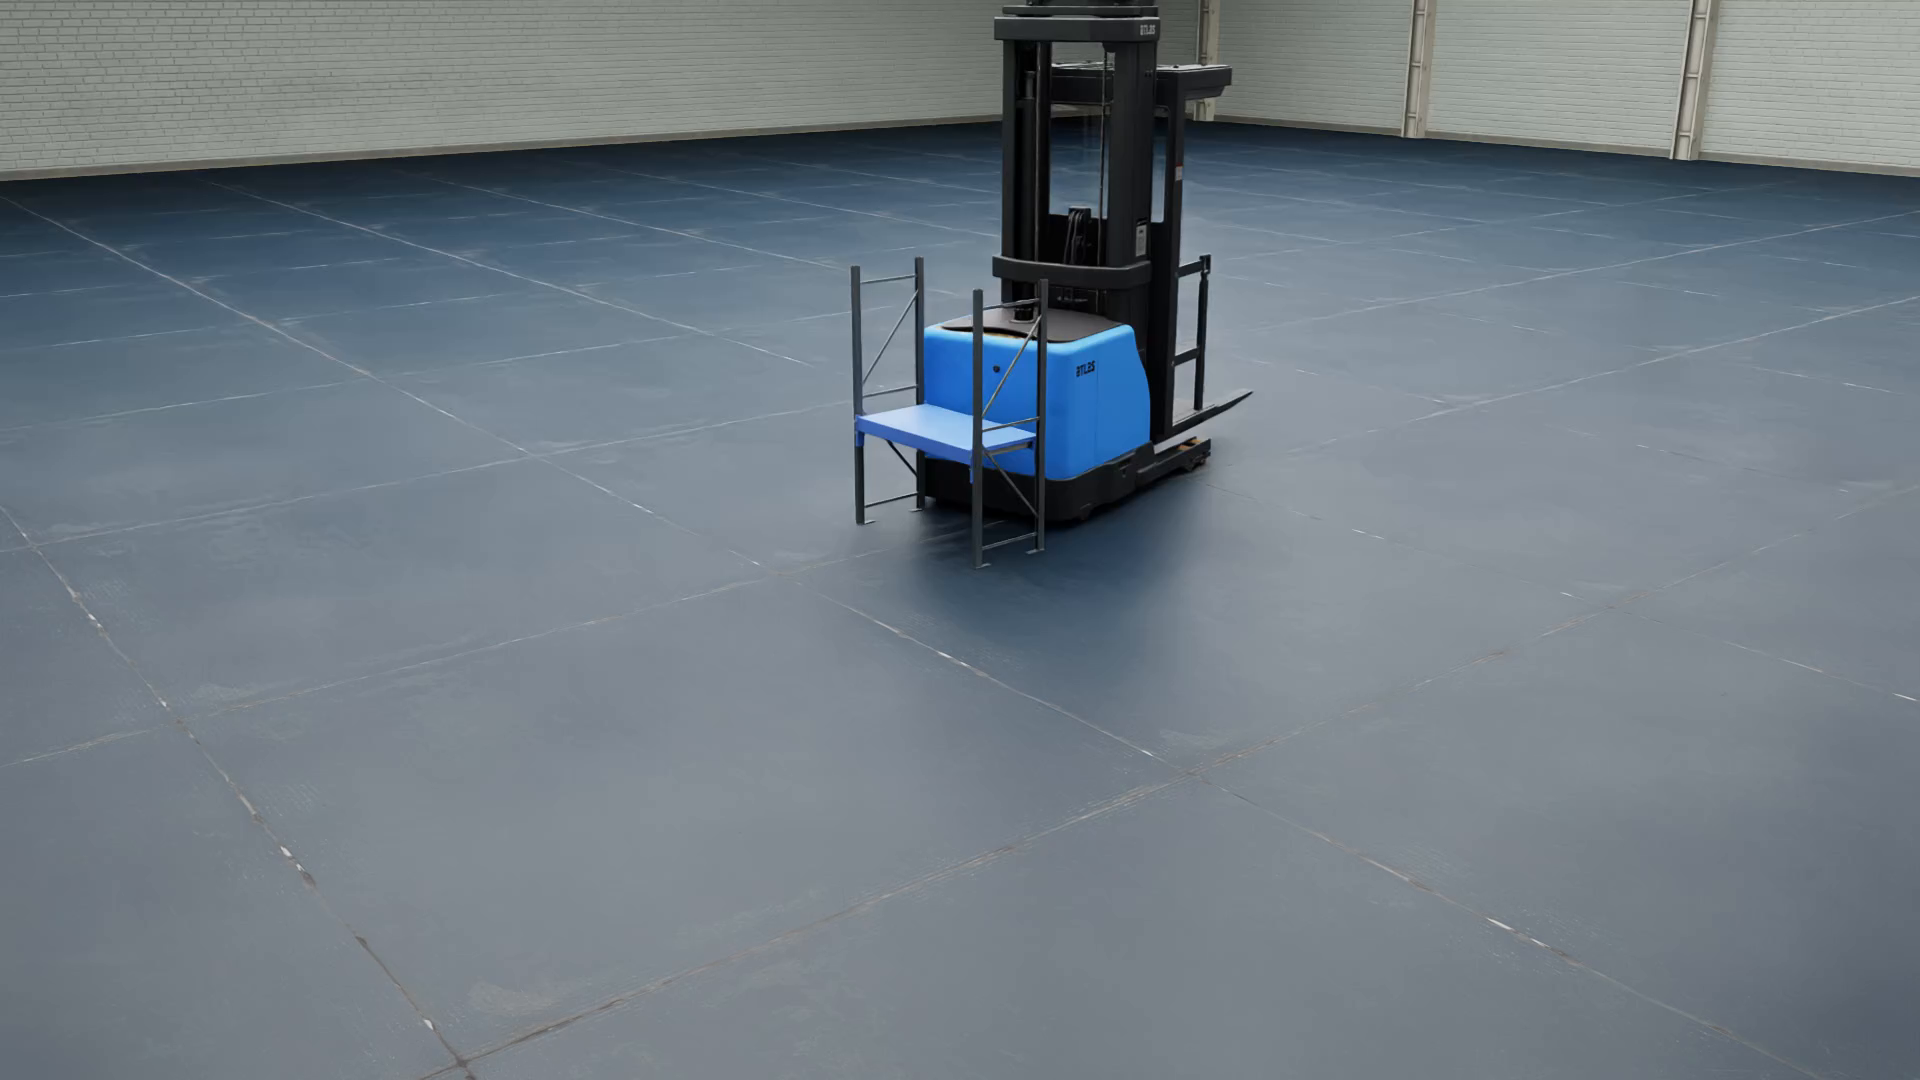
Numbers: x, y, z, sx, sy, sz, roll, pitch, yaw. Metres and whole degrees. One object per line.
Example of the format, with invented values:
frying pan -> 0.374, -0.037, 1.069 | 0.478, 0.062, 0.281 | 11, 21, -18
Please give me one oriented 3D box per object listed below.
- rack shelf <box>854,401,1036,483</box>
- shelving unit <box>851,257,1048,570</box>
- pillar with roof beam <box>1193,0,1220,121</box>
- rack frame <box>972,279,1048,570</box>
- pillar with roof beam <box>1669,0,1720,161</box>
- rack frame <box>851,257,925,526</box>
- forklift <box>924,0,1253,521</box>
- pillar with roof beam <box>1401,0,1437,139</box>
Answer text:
rack shelf -> -0.071, -0.555, 9.226 | 0.538, 0.185, 1.000 | -15, 24, -39
shelving unit -> -0.071, -0.726, 9.169 | 0.538, 1.500, 1.048 | -15, 24, -39
pillar with roof beam -> 2.383, -13.335, 35.318 | 9.100, 9.000, 0.400 | -14, 23, -36
rack frame -> 0.264, -0.606, 8.805 | 0.500, 1.500, 0.032 | -15, 24, -39
pillar with roof beam -> 9.834, -10.378, 26.388 | 9.100, 9.000, 0.400 | -14, 23, -36
rack frame -> -0.405, -0.846, 9.533 | 0.500, 1.500, 0.032 | -15, 24, -39
forklift -> 0.983, -1.908, 10.461 | 1.130, 2.935, 3.031 | 12, 22, 31
pillar with roof beam -> 6.108, -11.856, 30.853 | 9.100, 9.000, 0.400 | -14, 23, -36
